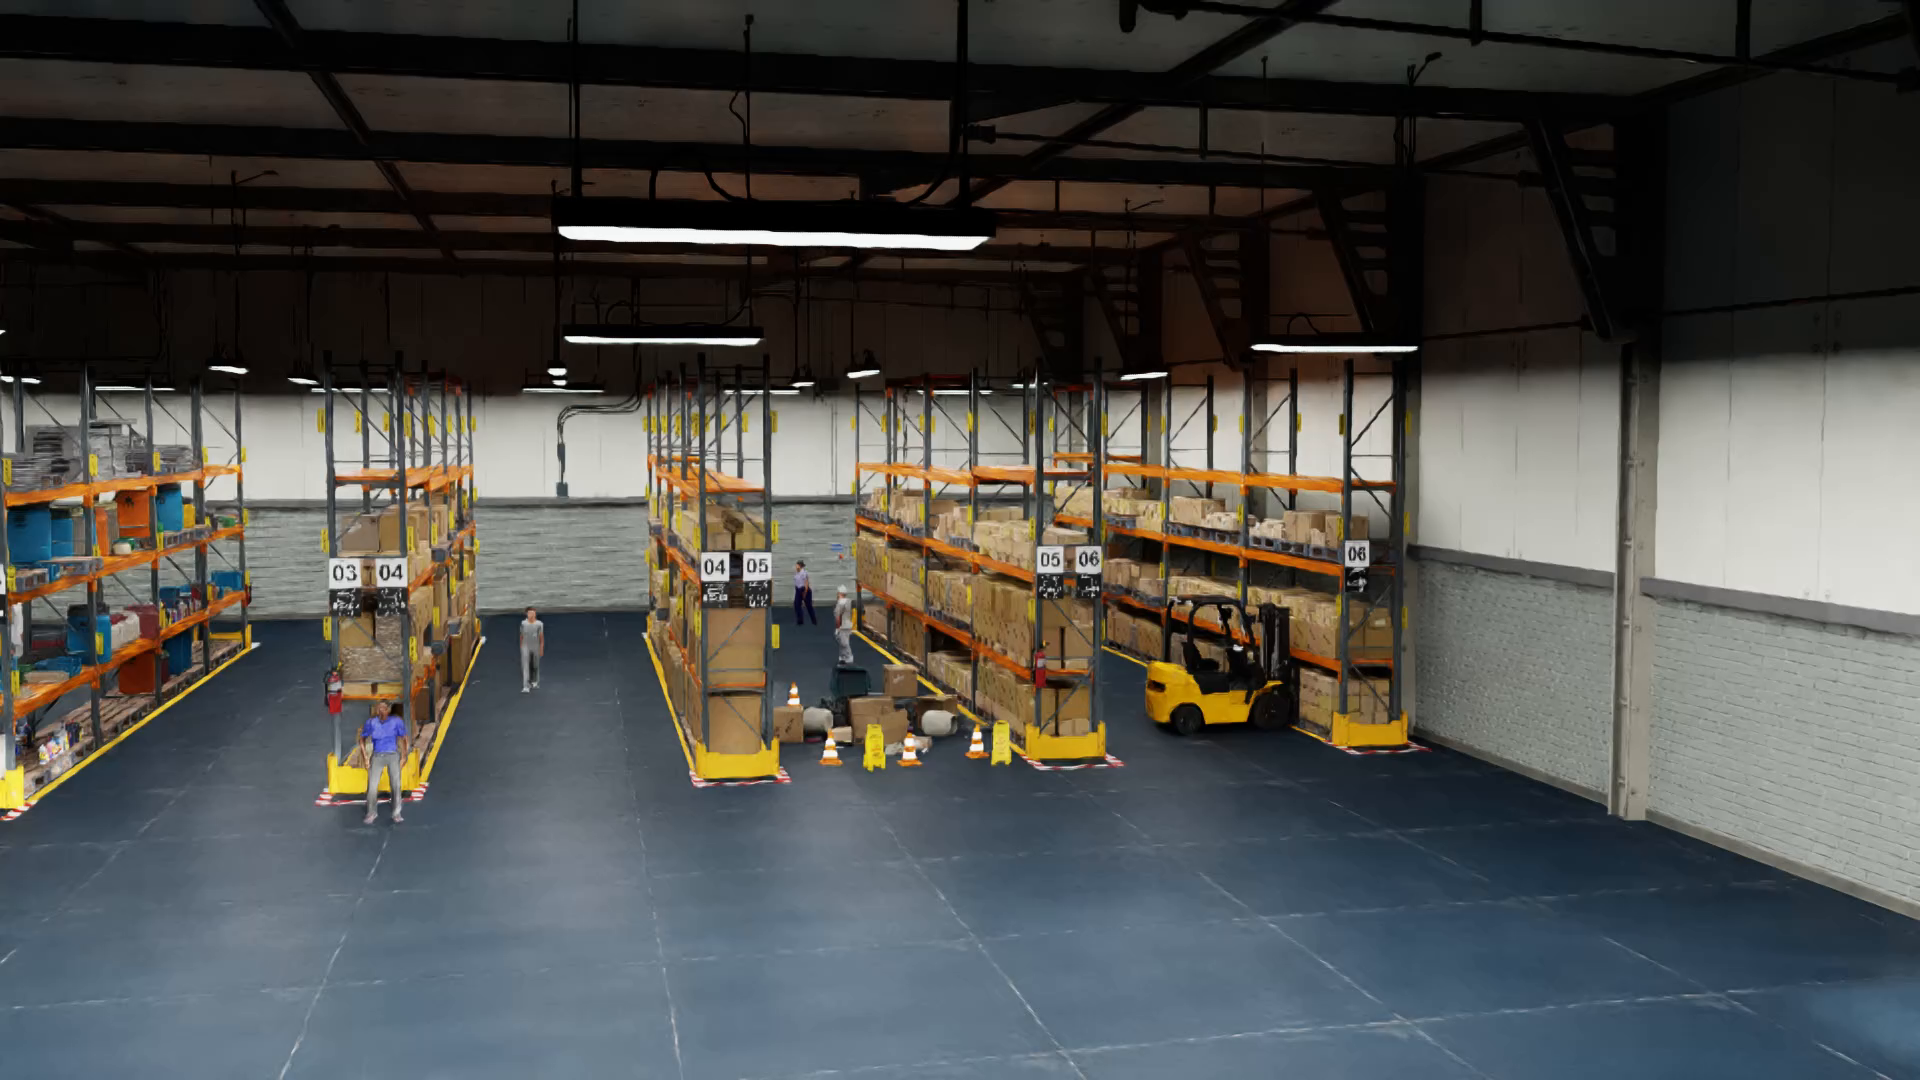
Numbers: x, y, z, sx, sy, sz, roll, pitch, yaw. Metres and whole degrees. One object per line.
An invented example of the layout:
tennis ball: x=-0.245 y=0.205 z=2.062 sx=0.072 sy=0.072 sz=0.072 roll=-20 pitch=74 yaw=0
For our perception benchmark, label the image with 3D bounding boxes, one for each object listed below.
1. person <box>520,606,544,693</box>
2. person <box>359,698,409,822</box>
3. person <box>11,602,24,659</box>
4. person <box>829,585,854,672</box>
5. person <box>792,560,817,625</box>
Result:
person: x=-8.015 y=2.019 z=31.155 sx=0.442 sy=1.589 sz=1.095 roll=-1 pitch=4 yaw=-15
person: x=-7.223 y=2.757 z=20.875 sx=0.592 sy=1.604 sz=0.518 roll=-1 pitch=4 yaw=-15
person: x=-18.514 y=1.809 z=32.809 sx=0.444 sy=1.783 sz=0.678 roll=-2 pitch=5 yaw=-30
person: x=-2.369 y=1.785 z=33.215 sx=0.588 sy=1.783 sz=0.666 roll=1 pitch=4 yaw=11
person: x=-3.879 y=1.301 z=41.536 sx=0.602 sy=1.629 sz=0.535 roll=-4 pitch=6 yaw=-44
